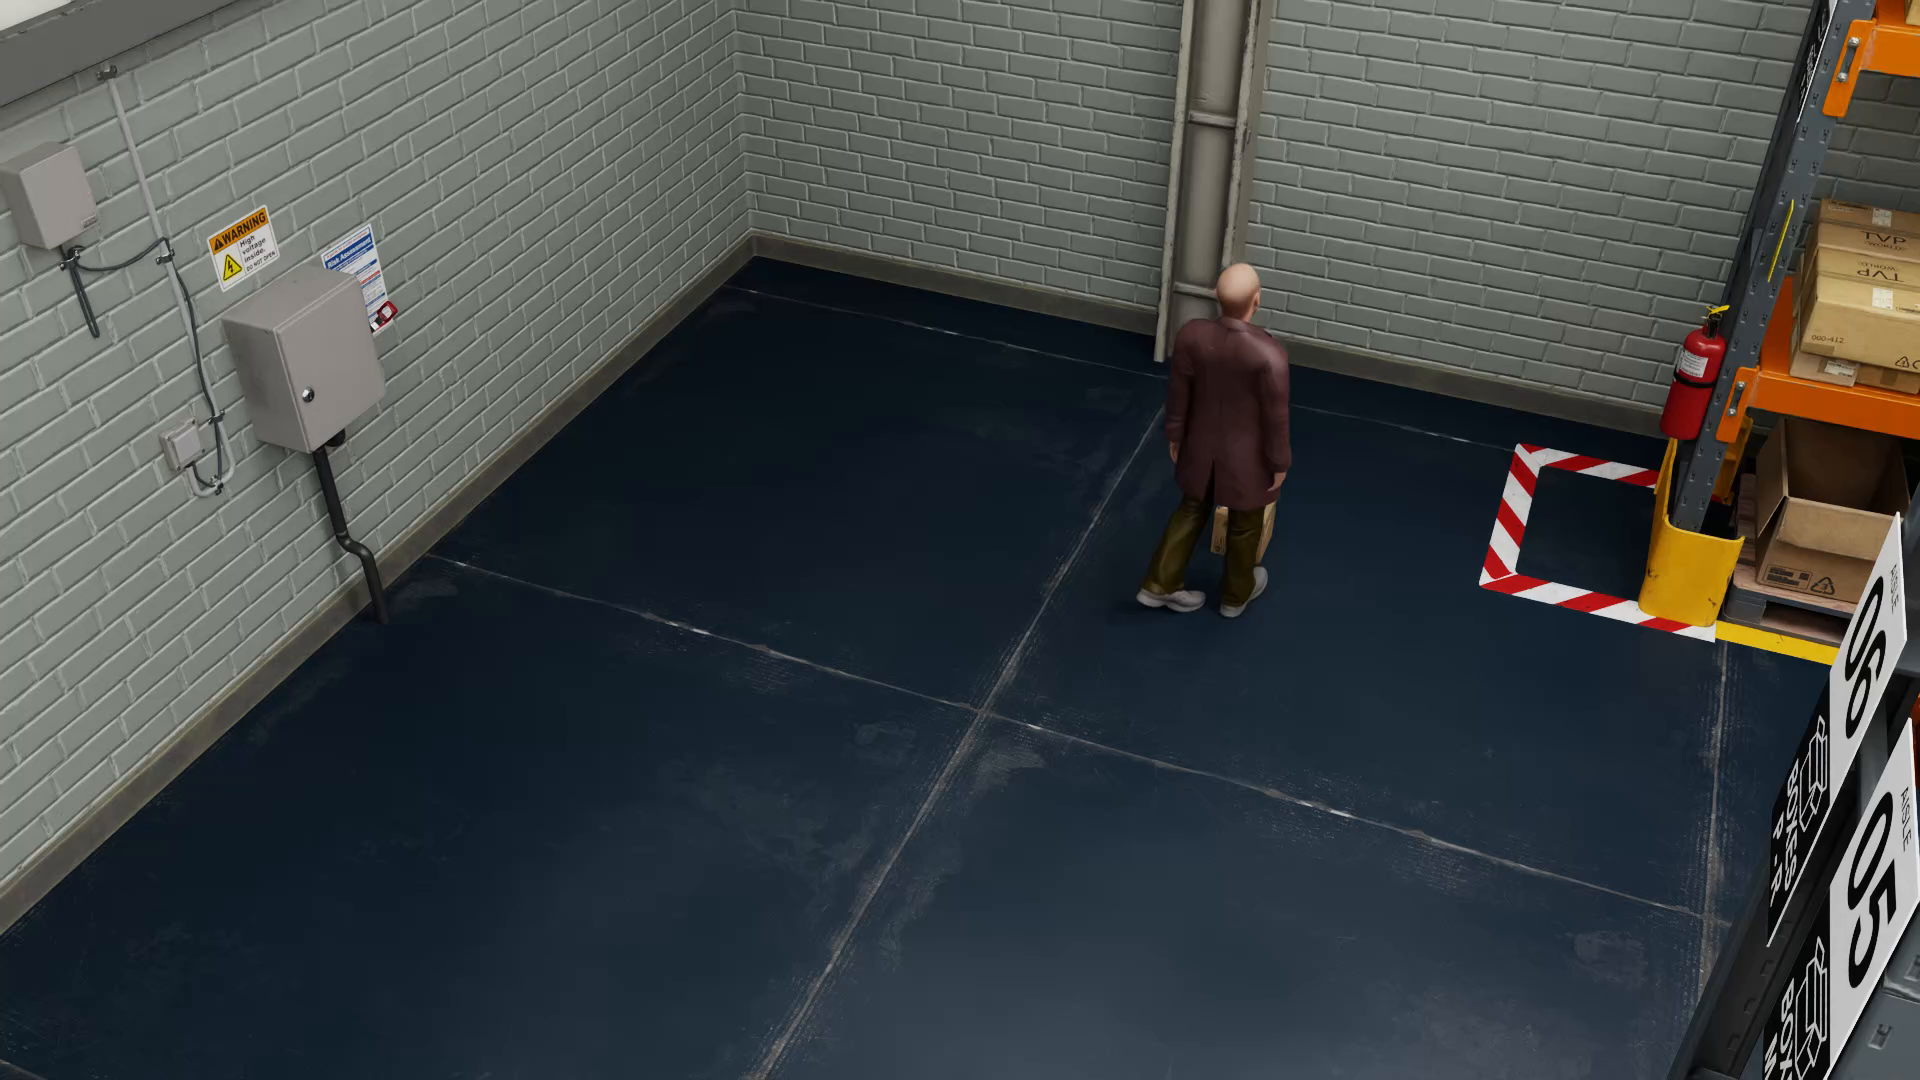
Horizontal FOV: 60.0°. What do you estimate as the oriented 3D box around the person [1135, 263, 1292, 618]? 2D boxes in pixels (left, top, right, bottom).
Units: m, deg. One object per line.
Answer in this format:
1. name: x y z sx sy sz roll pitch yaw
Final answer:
1. person: 1.195 -0.402 7.363 0.608 1.796 0.630 25 43 29
